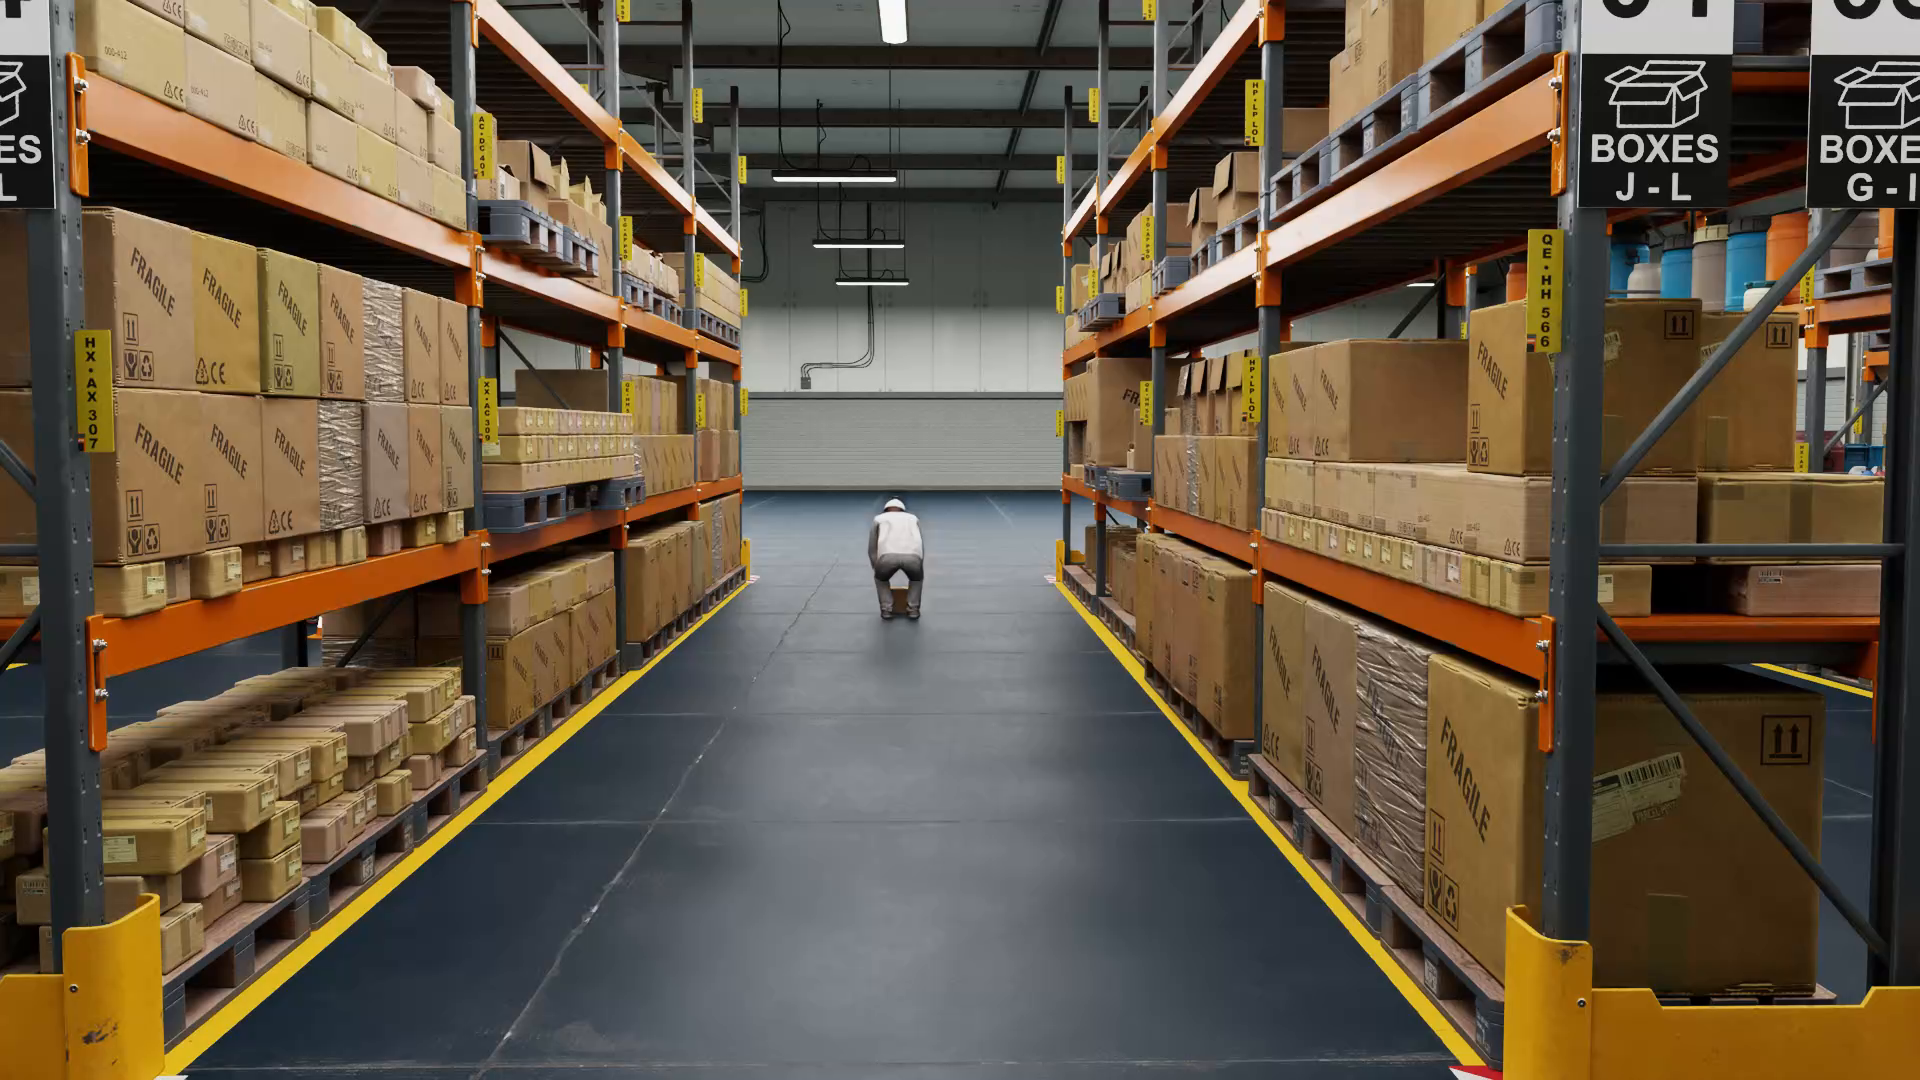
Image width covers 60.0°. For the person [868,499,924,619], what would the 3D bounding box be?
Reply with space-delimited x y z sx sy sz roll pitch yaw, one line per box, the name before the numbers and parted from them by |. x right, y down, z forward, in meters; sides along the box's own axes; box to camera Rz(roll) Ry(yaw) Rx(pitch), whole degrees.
person | -0.637 0.182 16.521 0.564 1.154 0.869 0 4 -2
